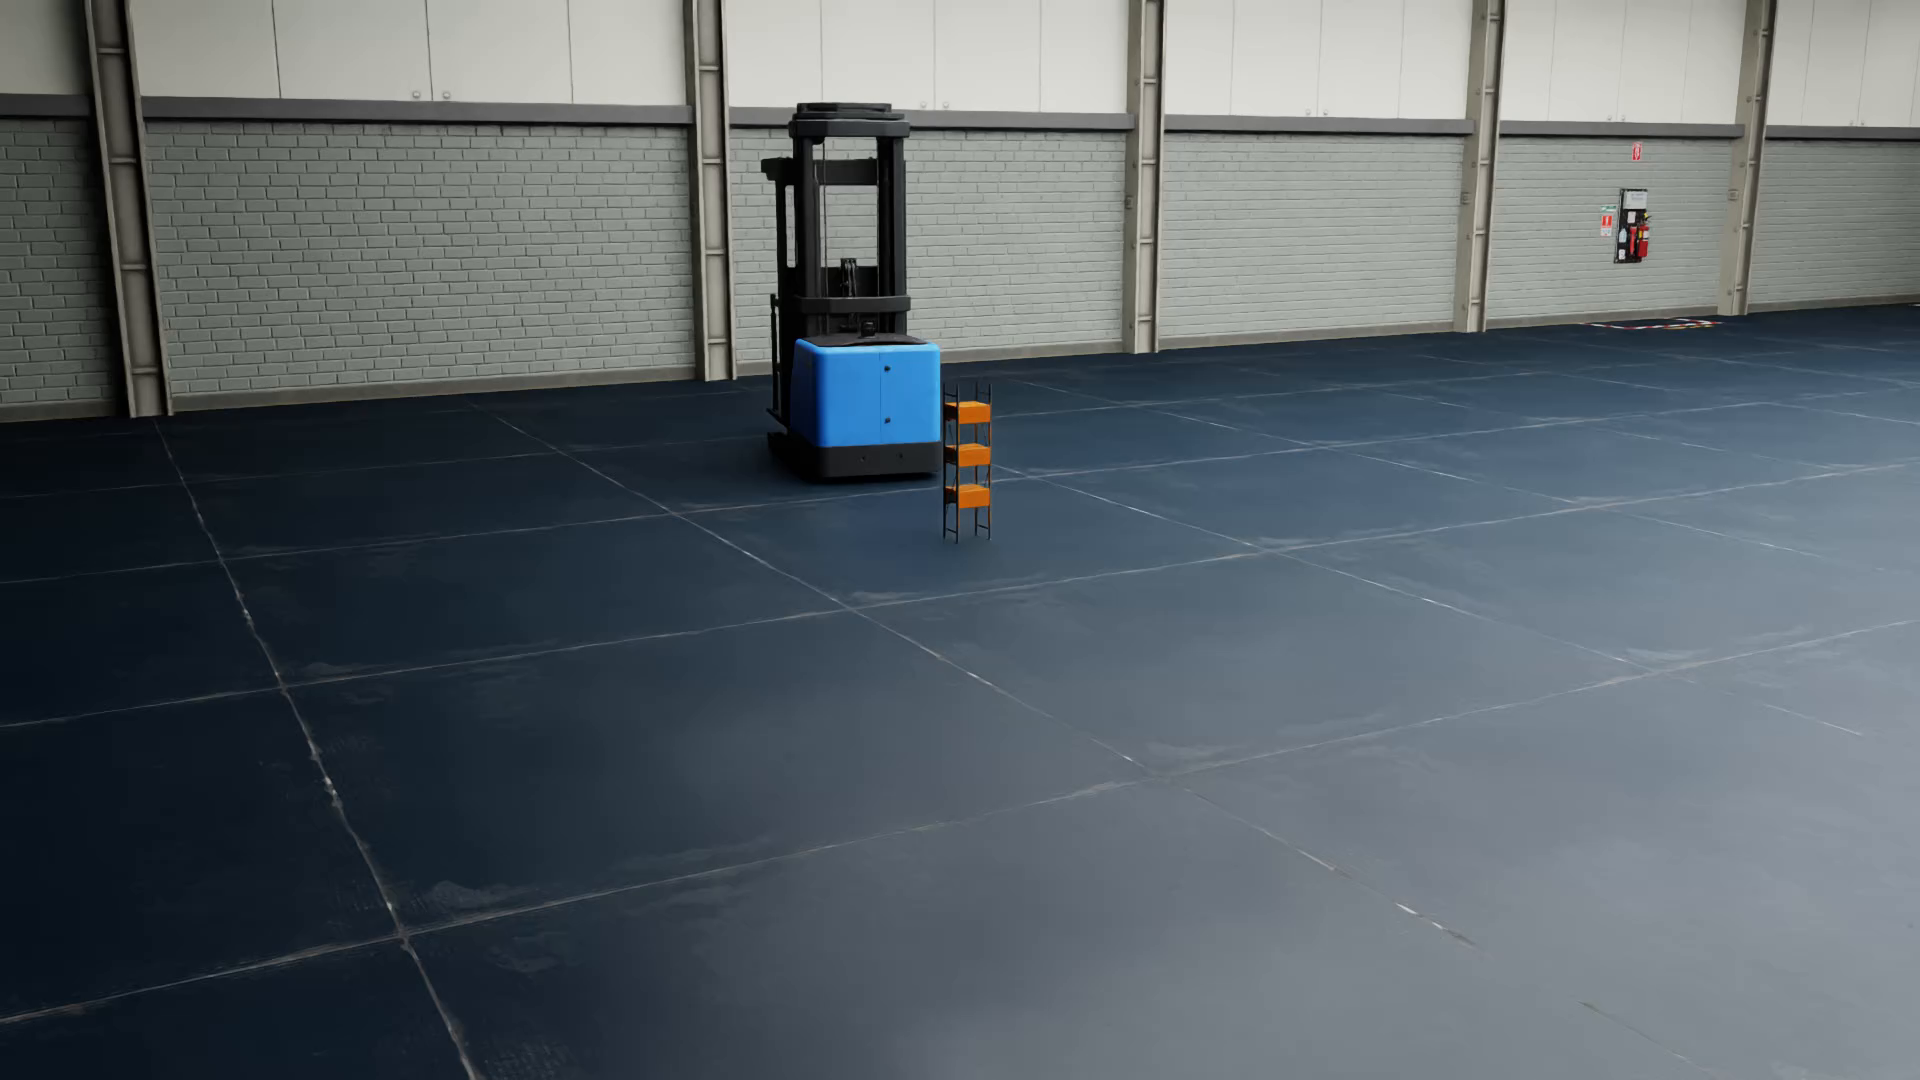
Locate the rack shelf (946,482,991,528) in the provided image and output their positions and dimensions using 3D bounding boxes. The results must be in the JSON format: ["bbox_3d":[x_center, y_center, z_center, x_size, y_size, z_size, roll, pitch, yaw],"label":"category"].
[{"bbox_3d":[0.047,-0.236,11.082,0.240,0.259,0.215,-7,14,-28],"label":"rack shelf"}]

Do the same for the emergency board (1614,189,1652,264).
[{"bbox_3d":[10.757,-4.992,26.457,0.643,1.169,0.194,-7,14,-28],"label":"emergency board"}]

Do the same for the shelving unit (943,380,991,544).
[{"bbox_3d":[0.047,-0.518,11.019,0.252,1.050,0.215,-7,14,-28],"label":"shelving unit"}]

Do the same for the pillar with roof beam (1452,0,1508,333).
[{"bbox_3d":[9.740,-6.710,20.430,0.400,9.000,9.100,-7,14,-28],"label":"pillar with roof beam"}]

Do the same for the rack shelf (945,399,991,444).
[{"bbox_3d":[0.047,-0.784,10.959,0.240,0.259,0.215,-7,14,-28],"label":"rack shelf"}]

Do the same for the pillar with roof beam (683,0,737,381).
[{"bbox_3d":[-0.793,-5.448,14.821,0.400,9.000,9.100,-7,14,-28],"label":"pillar with roof beam"}]

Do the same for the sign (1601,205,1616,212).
[{"bbox_3d":[10.230,-5.228,26.220,0.331,0.109,0.001,-7,14,-28],"label":"sign"}]

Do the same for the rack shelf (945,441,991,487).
[{"bbox_3d":[0.047,-0.507,11.021,0.240,0.259,0.215,-7,14,-28],"label":"rack shelf"}]

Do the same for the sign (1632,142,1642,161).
[{"bbox_3d":[10.702,-6.141,26.284,0.199,0.298,0.001,-7,14,-28],"label":"sign"}]

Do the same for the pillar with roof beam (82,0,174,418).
[{"bbox_3d":[-6.059,-4.817,12.016,0.400,9.000,9.100,-7,14,-28],"label":"pillar with roof beam"}]

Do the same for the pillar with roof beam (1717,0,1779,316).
[{"bbox_3d":[15.007,-7.341,23.235,0.400,9.000,9.100,-7,14,-28],"label":"pillar with roof beam"}]

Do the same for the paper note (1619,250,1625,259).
[{"bbox_3d":[10.568,-4.557,26.530,0.142,0.148,0.016,-7,14,-28],"label":"paper note"}]

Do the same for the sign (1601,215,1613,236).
[{"bbox_3d":[10.222,-4.971,26.283,0.234,0.329,0.001,-7,14,-28],"label":"sign"}]

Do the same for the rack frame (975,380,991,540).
[{"bbox_3d":[0.154,-0.531,11.076,0.008,1.050,0.200,-7,14,-28],"label":"rack frame"}]

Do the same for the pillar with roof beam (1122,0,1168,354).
[{"bbox_3d":[4.474,-6.079,17.625,0.400,9.000,9.100,-7,14,-28],"label":"pillar with roof beam"}]

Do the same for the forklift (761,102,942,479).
[{"bbox_3d":[-1.058,-2.192,14.176,1.130,2.935,3.031,-4,13,-17],"label":"forklift"}]

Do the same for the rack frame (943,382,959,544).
[{"bbox_3d":[-0.060,-0.505,10.962,0.008,1.050,0.200,-7,14,-28],"label":"rack frame"}]
